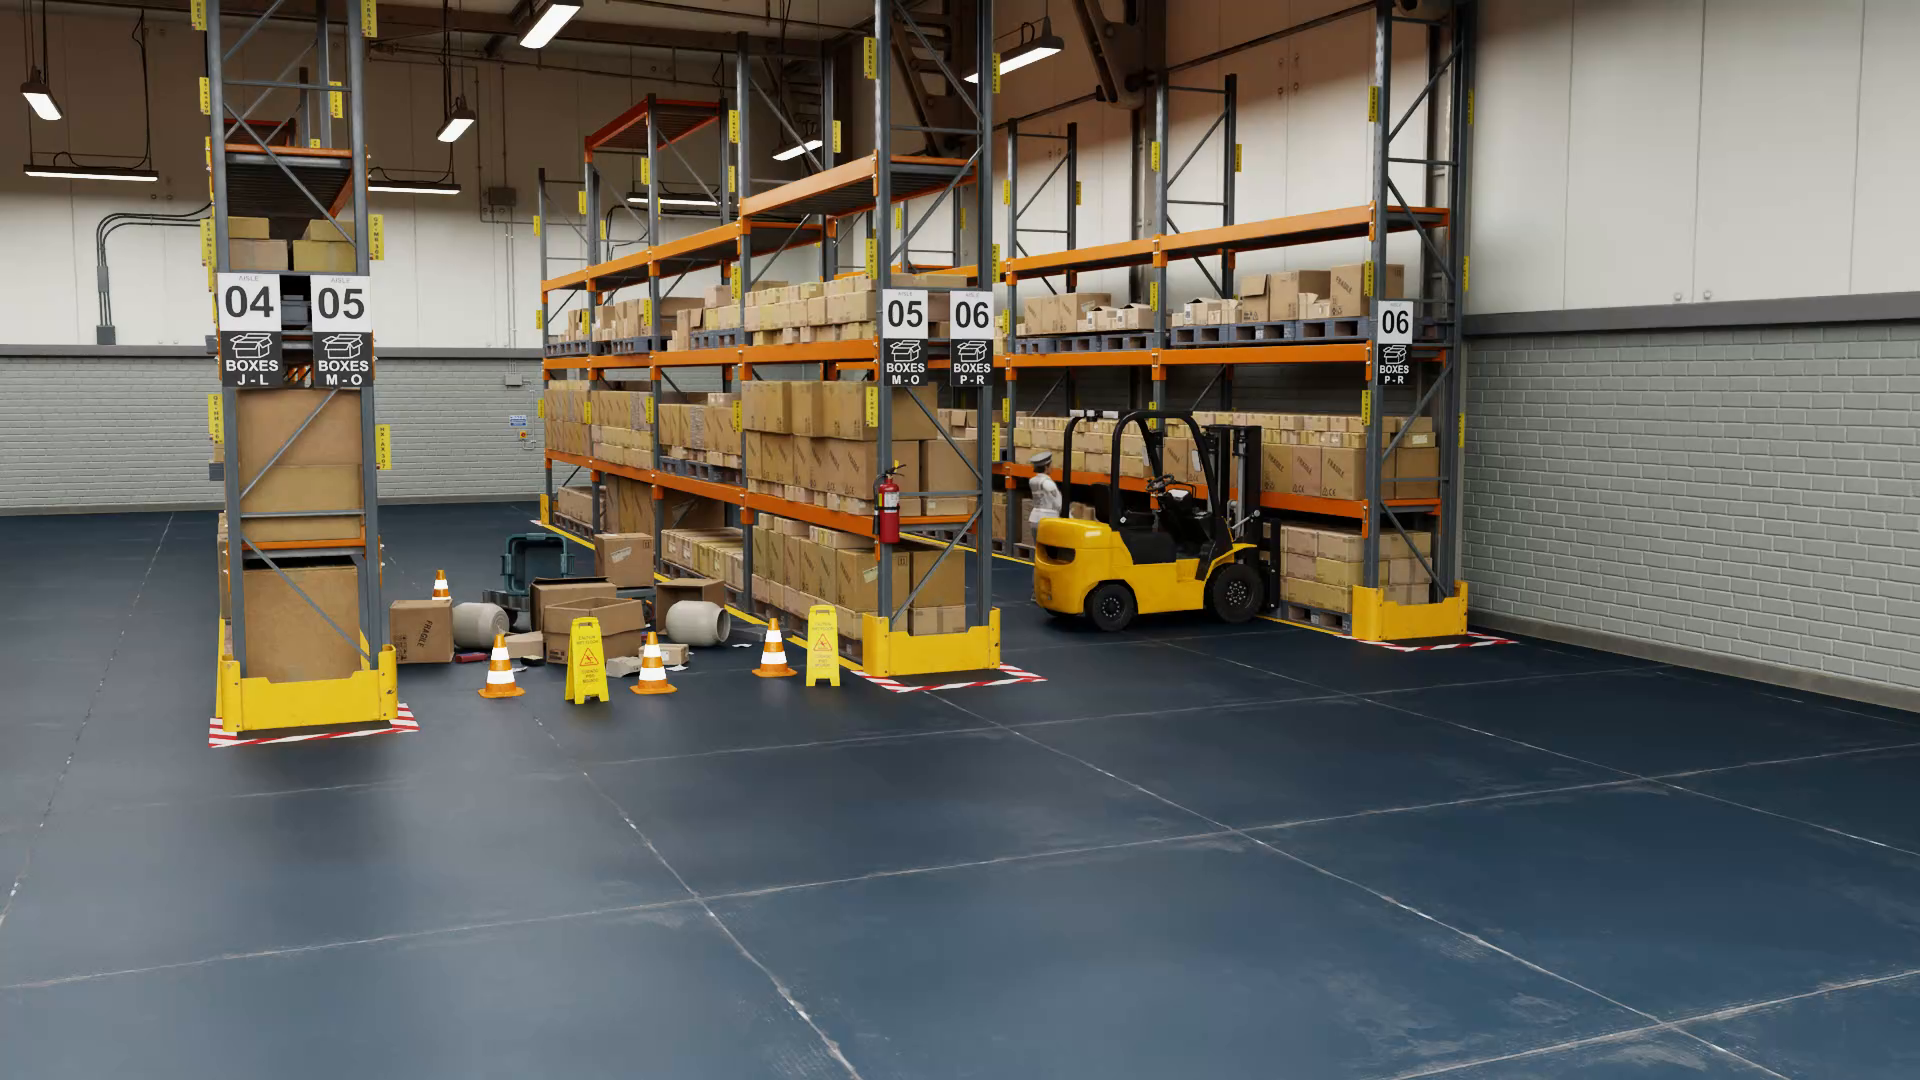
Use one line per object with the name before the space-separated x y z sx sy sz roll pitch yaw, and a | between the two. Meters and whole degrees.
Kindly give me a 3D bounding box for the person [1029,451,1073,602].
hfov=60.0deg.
person | 1.021 -0.140 18.350 0.530 1.691 0.446 -2 6 -24
